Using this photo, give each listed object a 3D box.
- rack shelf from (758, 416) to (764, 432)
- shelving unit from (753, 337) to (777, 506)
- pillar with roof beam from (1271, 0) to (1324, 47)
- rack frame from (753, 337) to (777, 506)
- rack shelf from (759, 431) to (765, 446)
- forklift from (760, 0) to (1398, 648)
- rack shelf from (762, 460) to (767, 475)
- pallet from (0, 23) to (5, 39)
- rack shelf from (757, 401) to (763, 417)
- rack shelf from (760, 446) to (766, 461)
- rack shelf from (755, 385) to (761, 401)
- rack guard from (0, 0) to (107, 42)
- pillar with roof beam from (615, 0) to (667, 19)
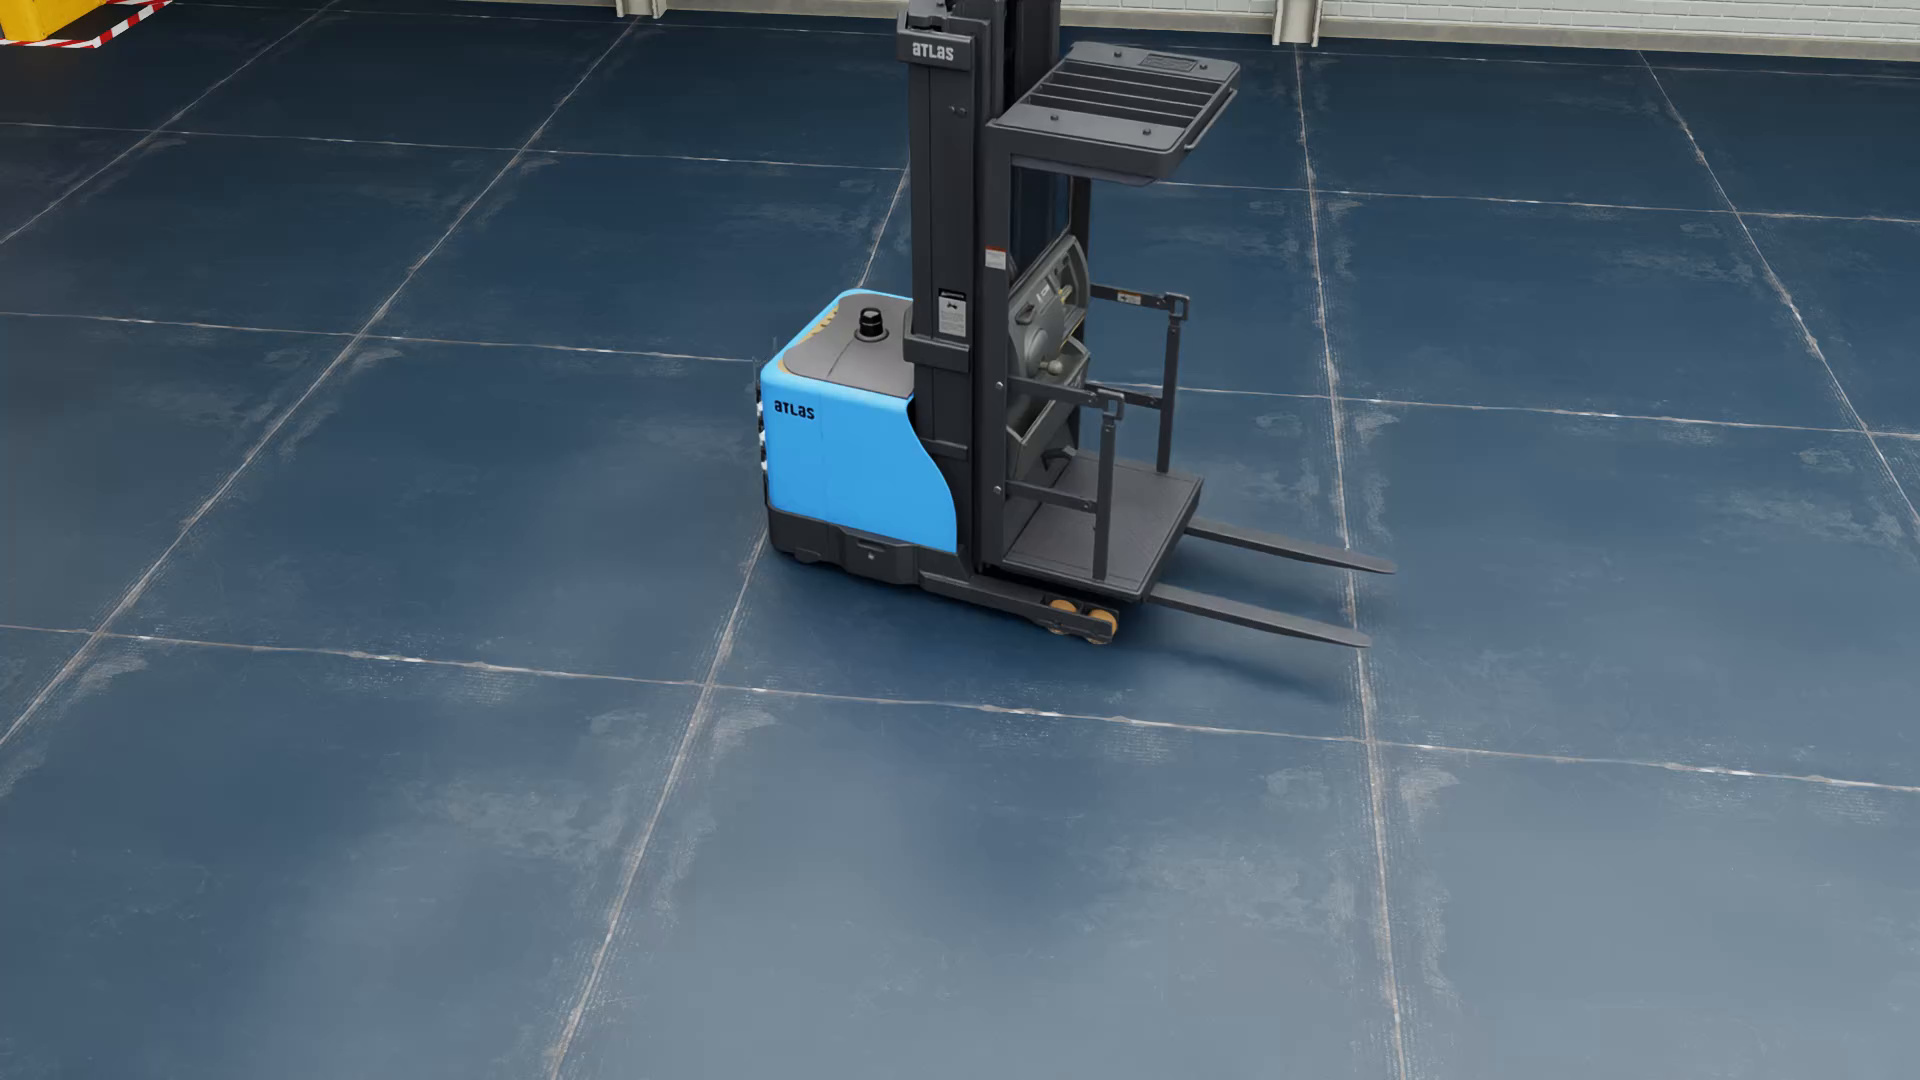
[{"bbox_3d":[-0.898,-0.635,8.625,0.200,0.077,0.258,14,38,18],"label":"rack shelf"},{"bbox_3d":[-0.898,-0.589,8.657,0.210,0.900,0.258,14,38,18],"label":"shelving unit"},{"bbox_3d":[2.444,-5.657,8.787,0.400,9.000,9.100,4,36,6],"label":"pillar with roof beam"},{"bbox_3d":[-0.991,-0.612,8.690,0.006,0.900,0.240,14,38,18],"label":"rack frame"},{"bbox_3d":[-0.898,-0.562,8.677,0.200,0.077,0.258,14,38,18],"label":"rack shelf"},{"bbox_3d":[0.596,-1.047,7.551,3.031,2.935,1.130,14,38,18],"label":"forklift"},{"bbox_3d":[-0.898,-0.415,8.781,0.200,0.077,0.258,14,38,18],"label":"rack shelf"},{"bbox_3d":[-9.098,-4.910,15.305,1.213,0.211,1.003,4,36,6],"label":"pallet"},{"bbox_3d":[-0.898,-0.708,8.572,0.200,0.077,0.258,14,38,18],"label":"rack shelf"},{"bbox_3d":[-0.898,-0.488,8.729,0.200,0.077,0.258,14,38,18],"label":"rack shelf"},{"bbox_3d":[-0.898,-0.782,8.520,0.200,0.077,0.258,14,38,18],"label":"rack shelf"},{"bbox_3d":[-8.311,-4.993,15.173,0.348,0.500,1.175,4,36,6],"label":"rack guard"},{"bbox_3d":[-3.508,-6.101,9.409,0.400,9.000,9.100,4,36,6],"label":"pillar with roof beam"}]
